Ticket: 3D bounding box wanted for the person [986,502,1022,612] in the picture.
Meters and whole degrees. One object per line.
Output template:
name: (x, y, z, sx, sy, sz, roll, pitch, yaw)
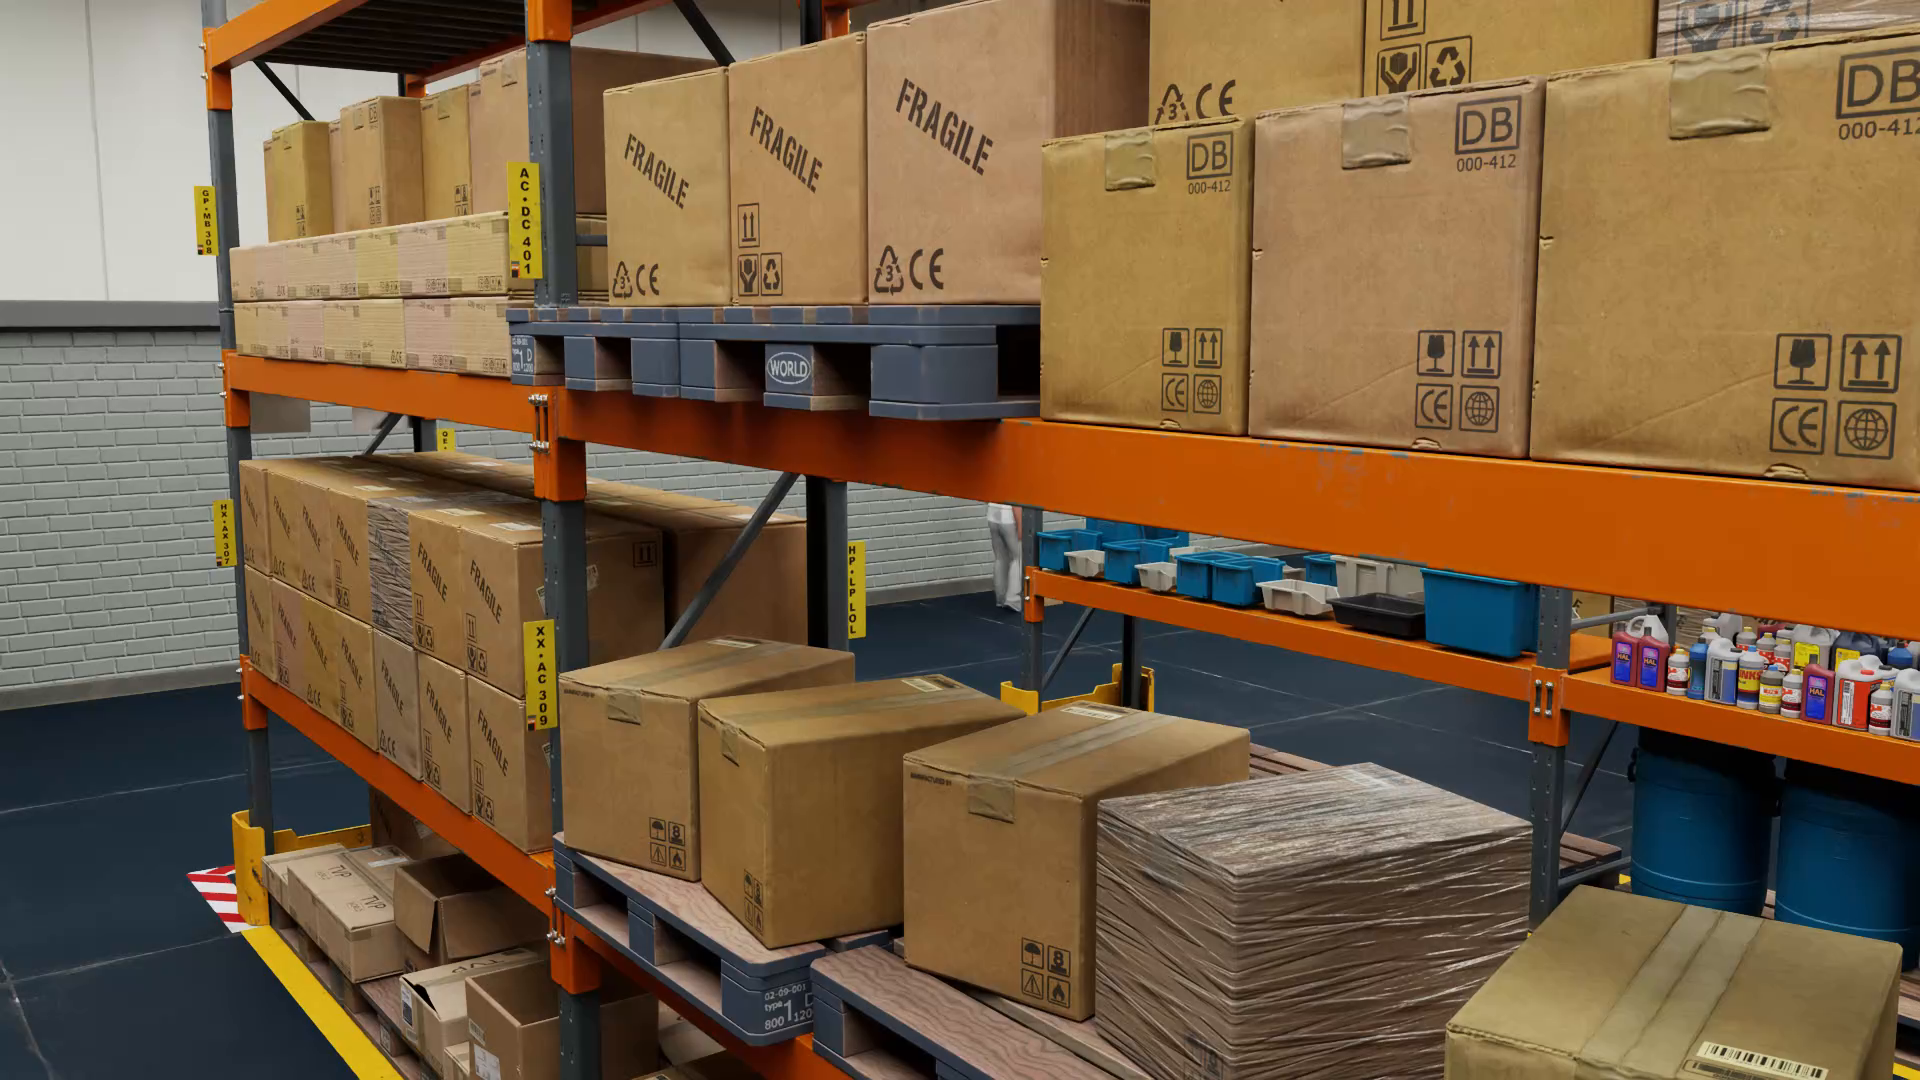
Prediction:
person: (0.514, -0.143, 17.008, 0.439, 1.855, 0.550, -5, 9, -35)
